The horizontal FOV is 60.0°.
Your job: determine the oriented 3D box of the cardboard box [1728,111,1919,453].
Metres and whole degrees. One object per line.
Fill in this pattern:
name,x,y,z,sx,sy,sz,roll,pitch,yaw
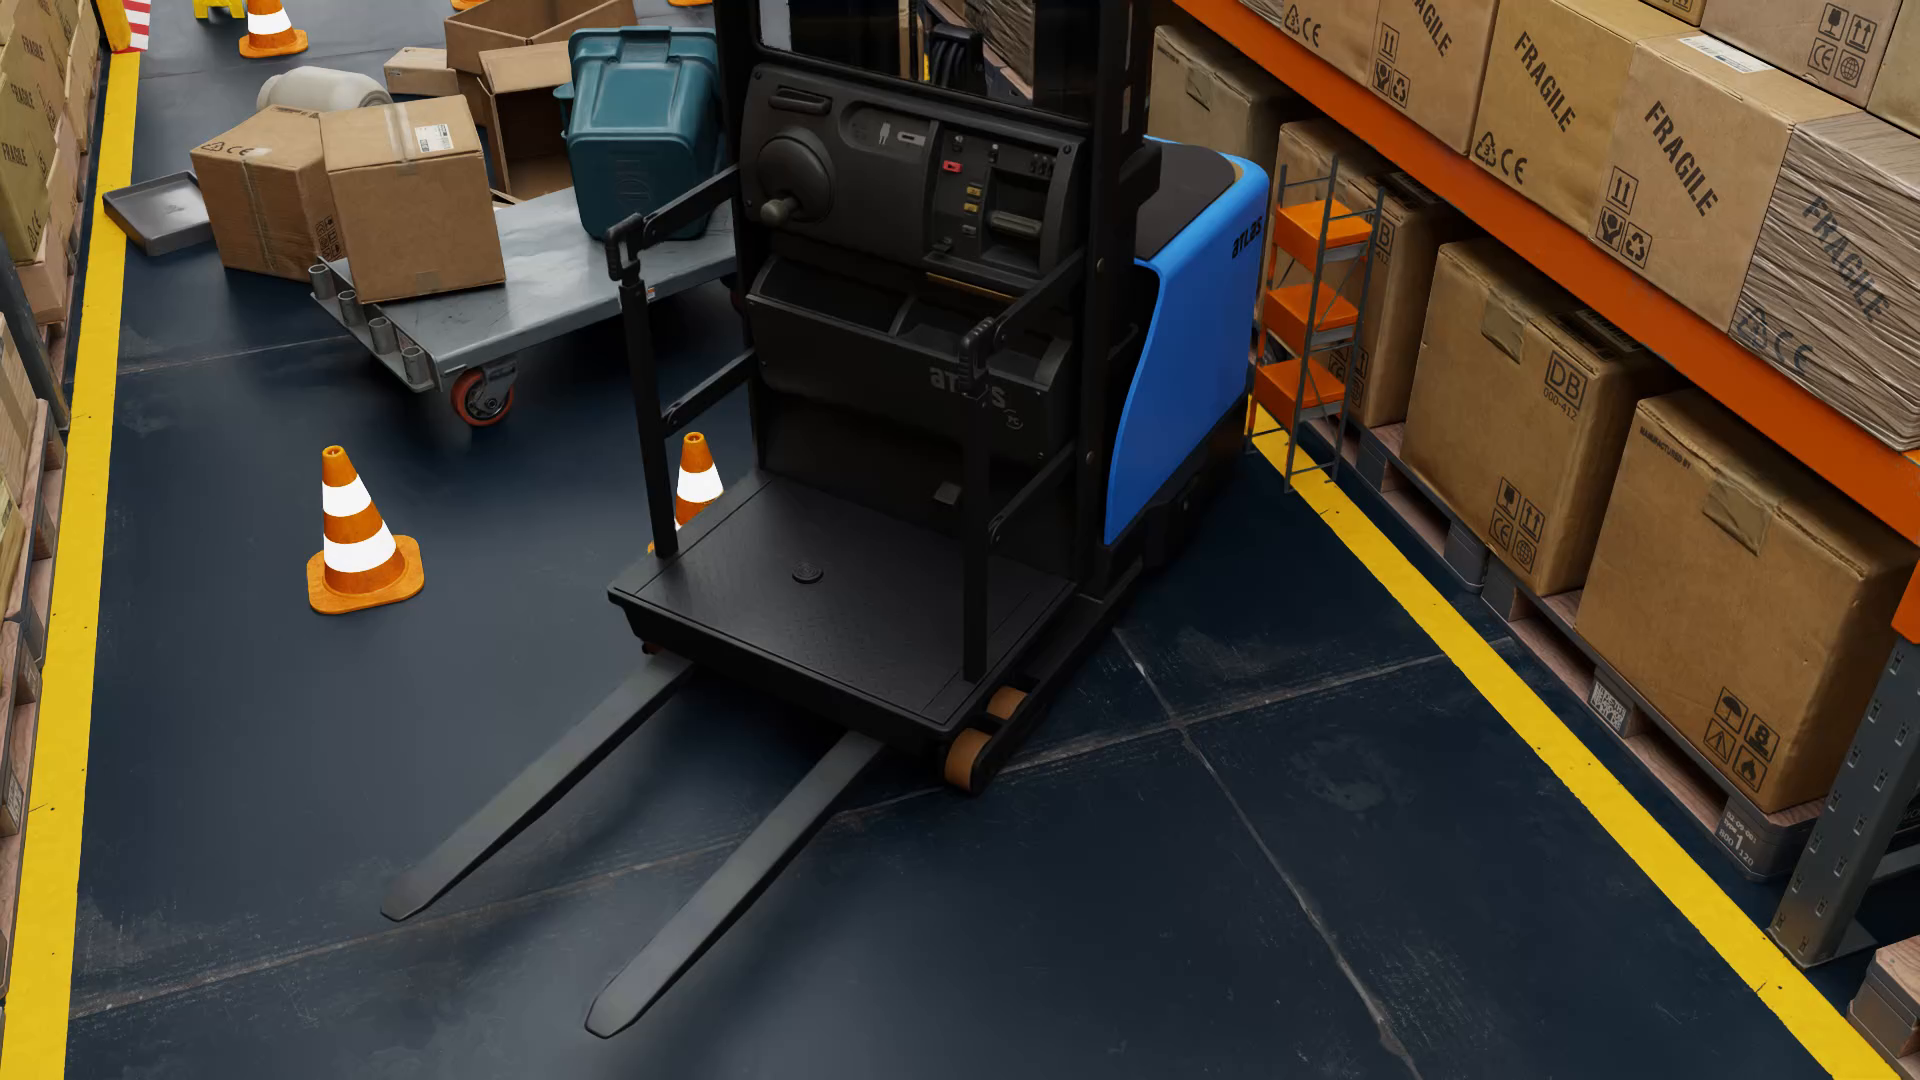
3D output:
cardboard box,2.017,-0.561,3.419,0.500,0.500,0.500,-12,39,-16

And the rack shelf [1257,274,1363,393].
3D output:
rack shelf,1.107,-0.655,5.263,0.215,0.259,0.240,-14,39,-18

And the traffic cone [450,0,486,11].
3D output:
traffic cone,-2.657,-3.192,9.103,0.336,0.463,0.334,-12,39,-16

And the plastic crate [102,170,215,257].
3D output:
plastic crate,-3.335,-1.390,7.029,0.402,0.080,0.583,-27,45,-31

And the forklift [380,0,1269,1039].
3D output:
forklift,-0.251,-0.829,3.915,1.130,2.935,3.031,20,41,24

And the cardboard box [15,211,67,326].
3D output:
cardboard box,-3.515,-0.959,5.966,0.500,0.250,0.500,-14,39,-18

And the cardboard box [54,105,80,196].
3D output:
cardboard box,-3.894,-1.557,6.760,0.500,0.250,0.500,-13,39,-17

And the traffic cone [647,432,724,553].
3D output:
traffic cone,-0.785,-0.119,5.024,0.336,0.463,0.334,-12,39,-16

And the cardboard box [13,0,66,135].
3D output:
cardboard box,-3.887,-1.851,6.528,0.500,0.500,0.500,-10,38,-14

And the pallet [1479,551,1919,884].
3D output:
pallet,2.224,0.331,4.636,1.003,0.211,1.213,-12,39,-16

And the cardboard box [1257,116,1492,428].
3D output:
cardboard box,1.674,-0.973,5.570,1.050,0.750,0.750,-12,39,-16

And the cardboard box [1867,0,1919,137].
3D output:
cardboard box,2.279,-1.017,3.193,0.700,0.500,0.500,-13,39,-16

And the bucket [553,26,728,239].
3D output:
bucket,-1.164,-1.481,6.180,0.726,0.611,0.620,0,47,0

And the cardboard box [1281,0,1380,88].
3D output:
cardboard box,1.320,-1.701,4.932,0.500,0.500,0.500,-13,39,-16

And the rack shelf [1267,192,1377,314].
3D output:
rack shelf,1.107,-0.881,5.093,0.215,0.259,0.240,-14,39,-18

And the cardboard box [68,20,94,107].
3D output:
cardboard box,-4.240,-2.134,7.526,0.500,0.250,0.500,-12,39,-16

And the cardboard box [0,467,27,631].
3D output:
cardboard box,-3.132,0.083,4.481,0.950,0.372,0.625,-10,38,-13

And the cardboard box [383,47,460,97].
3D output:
cardboard box,-2.594,-2.299,8.178,0.380,0.149,0.250,6,37,8

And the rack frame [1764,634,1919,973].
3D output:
rack frame,2.424,-0.322,3.185,1.000,3.000,0.127,-12,39,-16

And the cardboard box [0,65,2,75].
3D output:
cardboard box,-3.501,-1.600,5.655,0.380,0.149,0.250,-12,39,-15

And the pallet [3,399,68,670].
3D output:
pallet,-3.296,0.053,5.004,1.003,0.211,1.213,-12,39,-16

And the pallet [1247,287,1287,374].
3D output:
pallet,1.384,-1.048,6.465,1.003,0.211,1.213,-12,39,-16

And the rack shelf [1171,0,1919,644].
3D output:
rack shelf,1.736,-1.165,4.901,1.077,0.370,4.000,-12,39,-16

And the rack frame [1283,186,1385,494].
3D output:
rack frame,1.154,-0.595,5.167,0.200,1.050,0.008,-14,39,-18

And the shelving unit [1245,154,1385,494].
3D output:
shelving unit,1.107,-0.663,5.257,0.215,1.050,0.252,-14,39,-18

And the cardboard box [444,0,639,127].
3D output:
cardboard box,-1.960,-2.294,7.878,0.637,0.503,0.797,19,41,23

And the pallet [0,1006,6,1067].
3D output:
pallet,-2.456,1.432,3.174,1.003,0.211,1.213,-12,39,-16

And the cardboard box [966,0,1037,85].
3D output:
cardboard box,0.583,-2.779,7.863,0.875,0.875,0.875,-12,39,-16

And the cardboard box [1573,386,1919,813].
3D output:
cardboard box,2.299,0.046,4.217,1.050,0.750,0.750,-13,39,-17

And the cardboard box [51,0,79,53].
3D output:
cardboard box,-4.238,-2.436,7.304,0.500,0.500,0.500,-11,38,-14

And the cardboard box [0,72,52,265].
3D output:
cardboard box,-3.515,-1.258,5.740,0.500,0.500,0.500,-11,38,-14

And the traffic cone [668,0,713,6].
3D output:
traffic cone,-1.479,-3.234,9.159,0.336,0.463,0.334,-12,39,-16

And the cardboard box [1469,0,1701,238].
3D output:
cardboard box,1.675,-1.125,4.168,0.500,0.500,0.500,-13,39,-17

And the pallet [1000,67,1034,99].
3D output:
pallet,0.860,-1.914,7.615,1.003,0.211,1.213,-12,39,-16

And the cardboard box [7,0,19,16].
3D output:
cardboard box,-3.775,-2.042,6.241,0.380,0.149,0.250,-10,38,-13

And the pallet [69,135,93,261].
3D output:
pallet,-4.253,-1.448,6.998,1.003,0.211,1.213,-12,39,-16

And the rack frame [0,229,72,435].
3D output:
rack frame,-3.565,-1.500,4.748,1.000,3.000,0.127,-12,39,-16

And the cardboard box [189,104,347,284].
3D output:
cardboard box,-2.656,-1.389,6.677,0.500,0.500,0.500,12,39,16

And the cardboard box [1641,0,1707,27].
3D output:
cardboard box,1.925,-1.592,3.956,0.700,0.500,0.500,-13,39,-17
